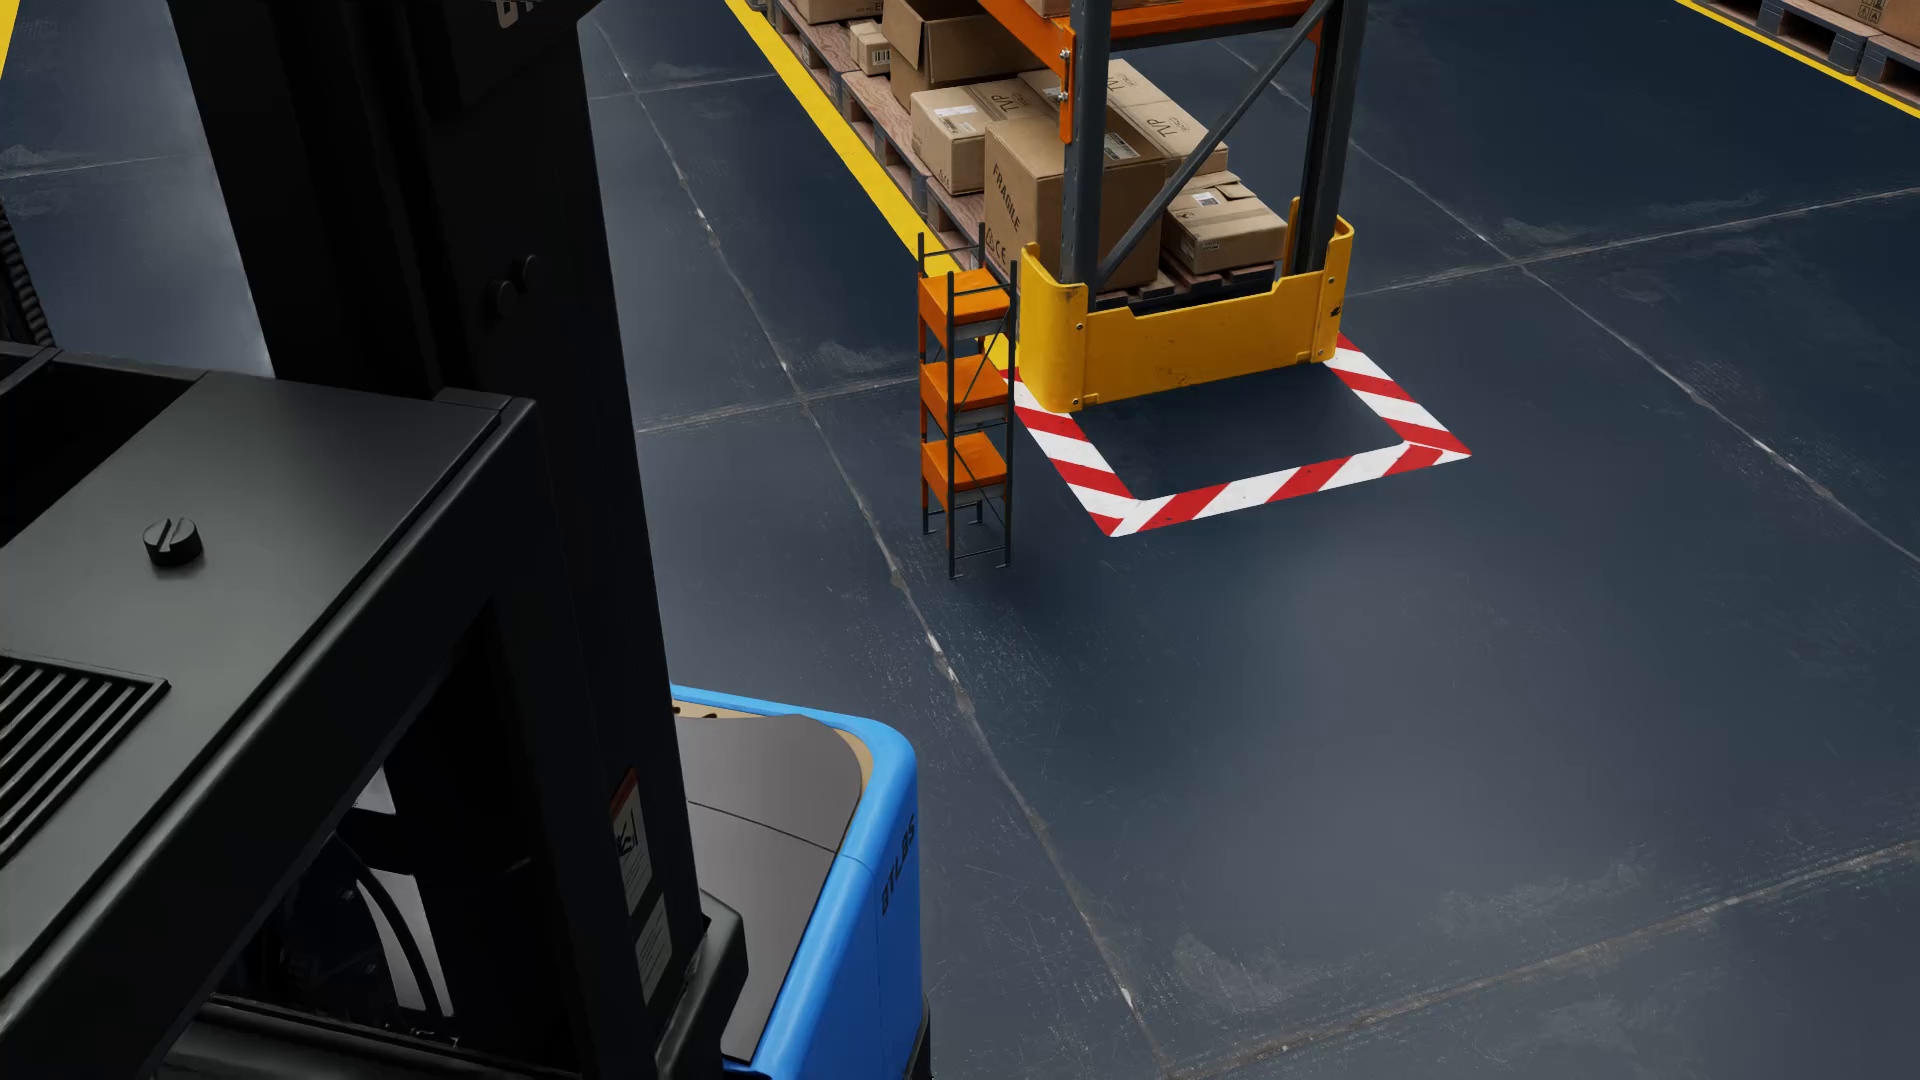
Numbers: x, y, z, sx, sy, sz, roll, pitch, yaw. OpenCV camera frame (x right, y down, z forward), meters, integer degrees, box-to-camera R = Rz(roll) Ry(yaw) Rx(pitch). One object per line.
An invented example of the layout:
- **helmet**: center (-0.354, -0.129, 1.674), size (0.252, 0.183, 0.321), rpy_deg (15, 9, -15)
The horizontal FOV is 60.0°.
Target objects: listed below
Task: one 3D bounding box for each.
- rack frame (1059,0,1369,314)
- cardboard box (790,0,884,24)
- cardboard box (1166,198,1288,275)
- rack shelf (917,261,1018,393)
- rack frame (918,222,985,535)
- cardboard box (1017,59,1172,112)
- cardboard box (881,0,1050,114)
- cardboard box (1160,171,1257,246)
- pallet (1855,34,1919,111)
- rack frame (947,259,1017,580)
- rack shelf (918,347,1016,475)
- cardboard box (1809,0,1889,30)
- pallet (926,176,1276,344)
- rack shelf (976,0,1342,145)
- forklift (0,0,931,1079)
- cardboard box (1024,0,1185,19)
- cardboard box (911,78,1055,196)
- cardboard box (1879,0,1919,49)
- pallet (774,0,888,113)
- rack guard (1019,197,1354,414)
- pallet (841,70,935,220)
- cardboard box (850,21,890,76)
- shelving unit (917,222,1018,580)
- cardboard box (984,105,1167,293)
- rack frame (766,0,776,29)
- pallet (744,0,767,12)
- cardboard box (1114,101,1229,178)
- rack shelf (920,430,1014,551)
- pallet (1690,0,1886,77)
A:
- **rack frame**: center (0.829, -1.806, 5.154), size (1.000, 3.000, 0.127), rpy_deg (-12, 39, -16)
- **cardboard box**: center (-0.606, -2.885, 8.457), size (0.500, 0.311, 0.500), rpy_deg (-12, 39, -16)
- **cardboard box**: center (1.007, -1.151, 6.288), size (0.380, 0.149, 0.250), rpy_deg (-12, 39, -16)
- **rack shelf**: center (0.018, -0.607, 4.730), size (0.215, 0.259, 0.240), rpy_deg (-12, 39, -16)
- **rack frame**: center (-0.024, -0.458, 4.985), size (0.200, 1.050, 0.008), rpy_deg (-12, 39, -16)
- **cardboard box**: center (0.564, -1.814, 7.085), size (0.500, 0.250, 0.500), rpy_deg (-12, 39, -16)
- **cardboard box**: center (0.104, -2.184, 7.365), size (0.797, 0.503, 0.637), rpy_deg (-12, 39, -16)
- **cardboard box**: center (0.921, -1.299, 6.470), size (0.380, 0.166, 0.250), rpy_deg (-12, 39, -16)
- **pallet**: center (5.130, -2.155, 7.936), size (1.003, 0.211, 1.213), rpy_deg (-12, 39, -16)
- **rack frame**: center (0.060, -0.320, 4.802), size (0.200, 1.050, 0.008), rpy_deg (-12, 39, -16)
- **rack shelf**: center (0.018, -0.381, 4.900), size (0.215, 0.259, 0.240), rpy_deg (-12, 39, -16)
- **cardboard box**: center (4.798, -2.944, 8.394), size (0.700, 0.500, 0.500), rpy_deg (-14, 39, -17)
- **pallet**: center (0.527, -1.185, 6.648), size (1.003, 0.211, 1.213), rpy_deg (-12, 39, -16)
- **rack shelf**: center (0.141, -2.648, 6.871), size (1.077, 0.370, 4.000), rpy_deg (-12, 39, -16)
- **forklift**: center (-0.918, 0.813, 1.735), size (1.130, 2.935, 3.031), rpy_deg (9, 38, 11)
- **cardboard box**: center (0.419, -2.042, 5.385), size (0.500, 0.500, 0.500), rpy_deg (-11, 38, -15)
- **cardboard box**: center (0.112, -1.682, 6.910), size (0.500, 0.250, 0.500), rpy_deg (-12, 39, -16)
- **cardboard box**: center (4.972, -2.660, 8.017), size (0.700, 0.500, 0.500), rpy_deg (-13, 39, -16)
- **pallet**: center (-0.312, -2.563, 8.478), size (1.003, 0.211, 1.213), rpy_deg (-12, 39, -16)
- **rack guard**: center (0.803, -0.850, 5.963), size (1.175, 0.500, 0.348), rpy_deg (-12, 39, -16)
- **pallet**: center (0.111, -1.873, 7.562), size (1.003, 0.211, 1.213), rpy_deg (-12, 39, -16)
- **cardboard box**: center (-0.299, -2.341, 7.854), size (0.380, 0.166, 0.250), rpy_deg (-12, 39, -16)
- **shelving unit**: center (0.018, -0.389, 4.894), size (0.215, 1.050, 0.252), rpy_deg (-12, 39, -16)
- **cardboard box**: center (0.410, -1.239, 6.114), size (0.500, 0.500, 0.500), rpy_deg (-12, 39, -16)
- **rack frame**: center (-0.548, -4.066, 8.154), size (1.000, 3.000, 0.127), rpy_deg (-12, 39, -16)
- **pallet**: center (-0.863, -3.403, 9.593), size (1.003, 0.211, 1.213), rpy_deg (-12, 39, -16)
- **cardboard box**: center (0.736, -1.532, 6.710), size (0.500, 0.250, 0.500), rpy_deg (-12, 39, -16)
- **rack shelf**: center (0.018, -0.159, 5.068), size (0.215, 0.259, 0.240), rpy_deg (-12, 39, -16)
- **pallet**: center (4.714, -2.843, 8.849), size (1.003, 0.211, 1.213), rpy_deg (-12, 39, -16)
